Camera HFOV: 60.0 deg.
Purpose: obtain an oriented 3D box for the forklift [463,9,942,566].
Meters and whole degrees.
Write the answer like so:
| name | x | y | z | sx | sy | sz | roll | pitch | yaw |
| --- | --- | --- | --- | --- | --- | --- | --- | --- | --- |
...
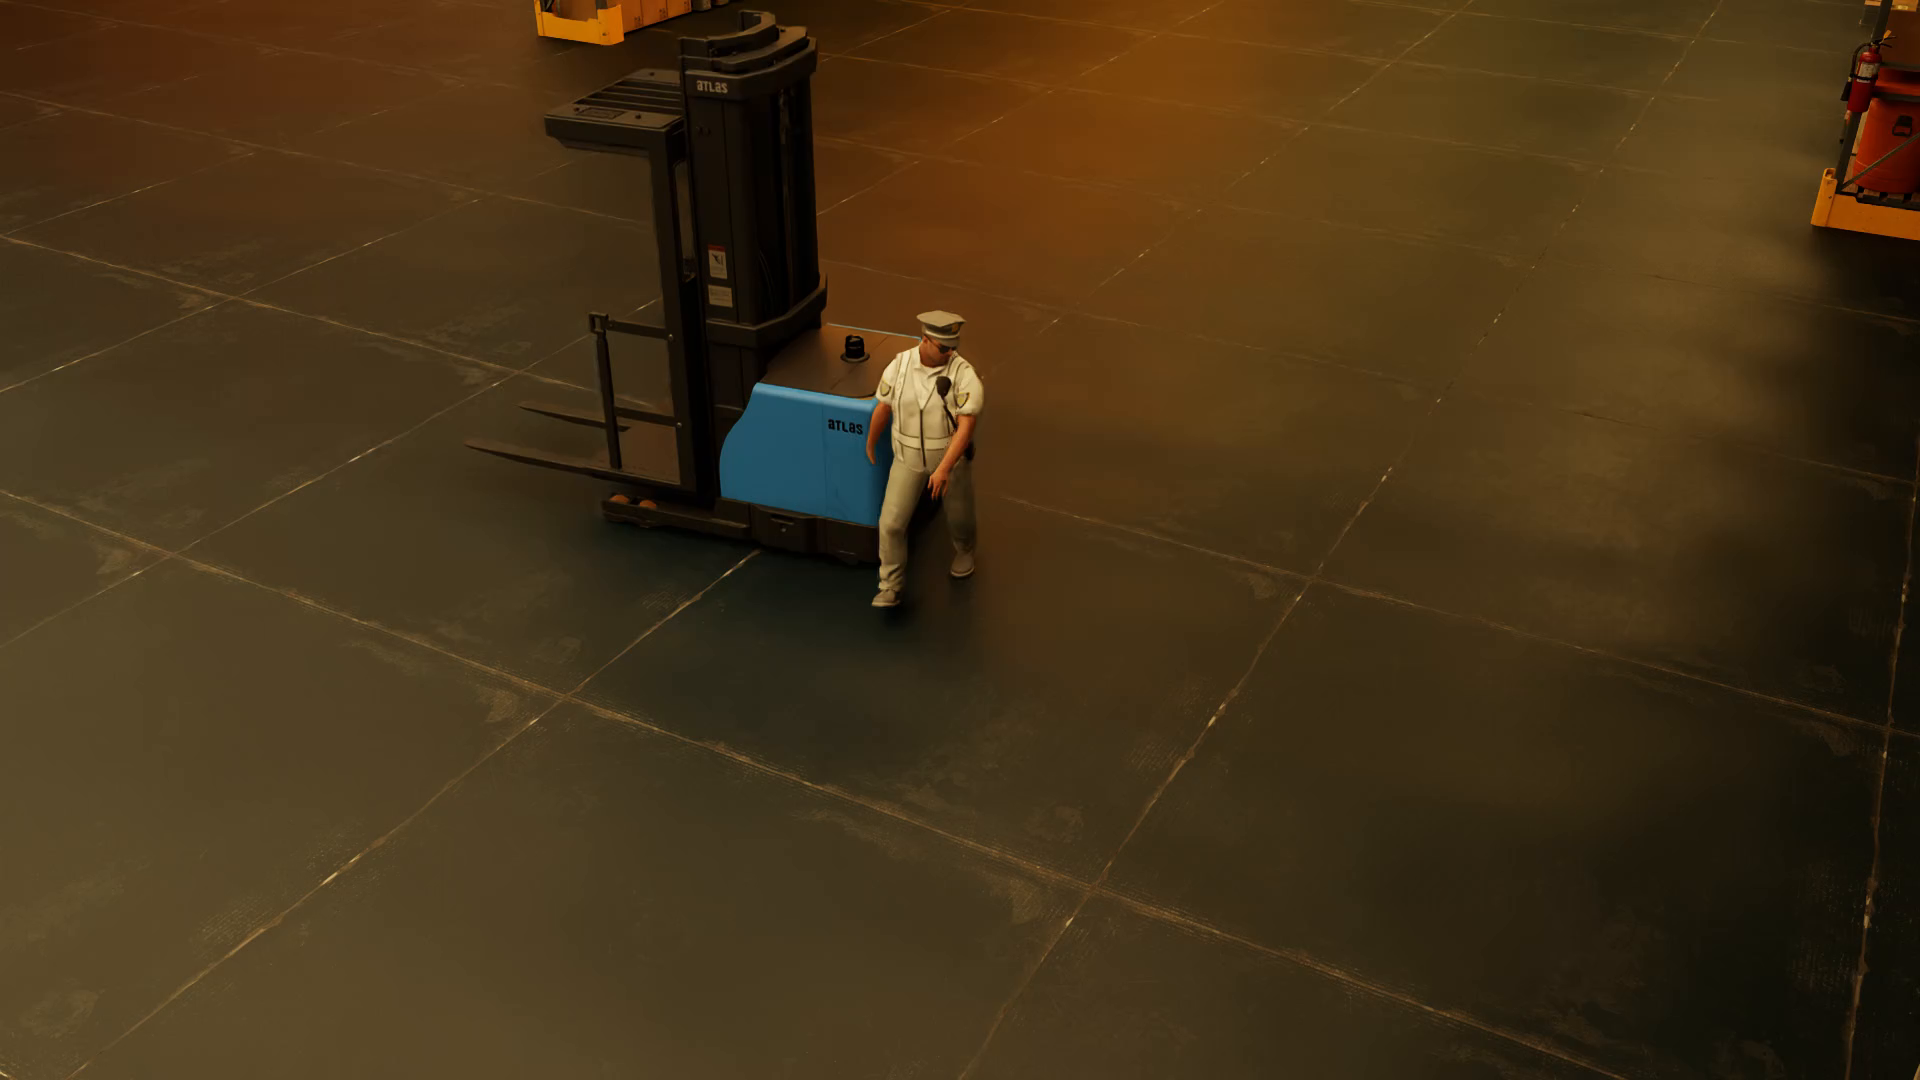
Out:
| name | x | y | z | sx | sy | sz | roll | pitch | yaw |
| --- | --- | --- | --- | --- | --- | --- | --- | --- | --- |
| forklift | -1.648 | -1.575 | 9.799 | 3.031 | 2.935 | 1.130 | 11 | 32 | 18 |

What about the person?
| name | x | y | z | sx | sy | sz | roll | pitch | yaw |
| --- | --- | --- | --- | --- | --- | --- | --- | --- | --- |
| person | -0.216 | -0.439 | 9.109 | 0.693 | 1.681 | 0.881 | 4 | 30 | 8 |
